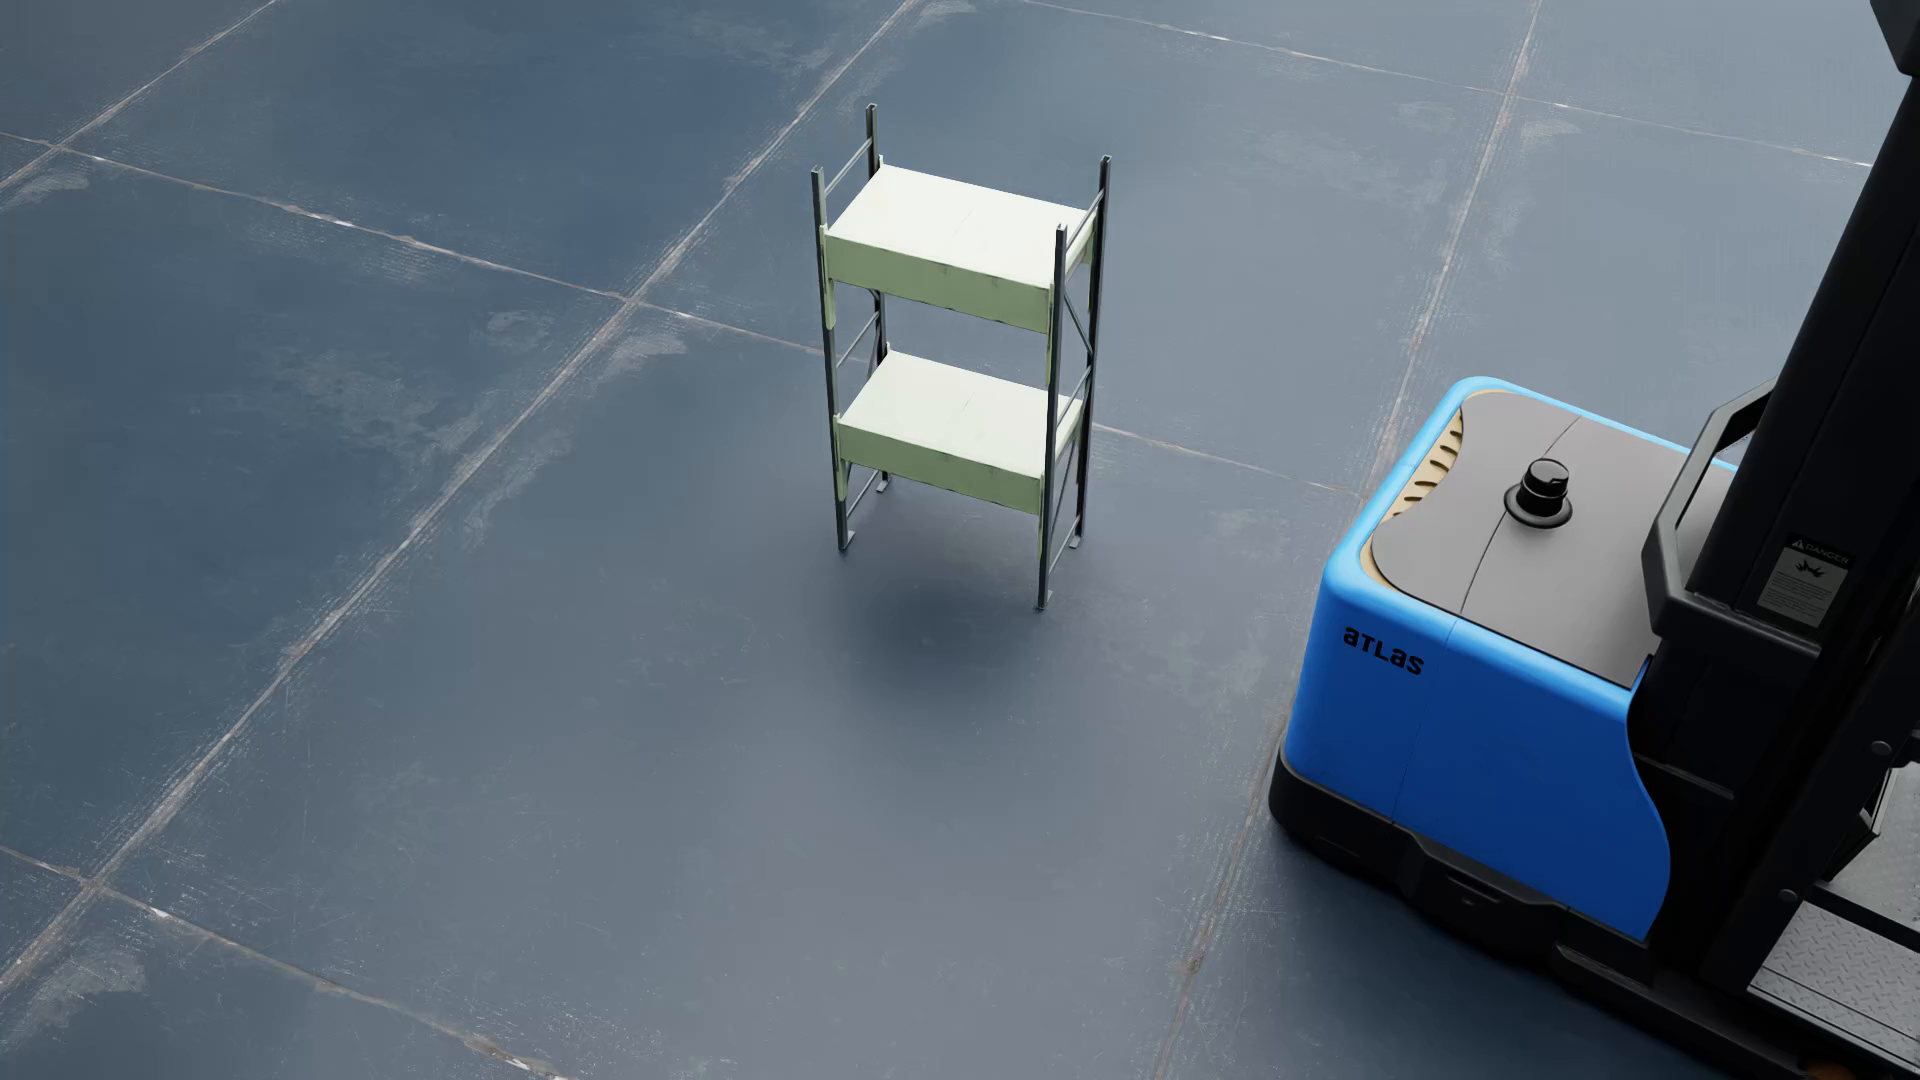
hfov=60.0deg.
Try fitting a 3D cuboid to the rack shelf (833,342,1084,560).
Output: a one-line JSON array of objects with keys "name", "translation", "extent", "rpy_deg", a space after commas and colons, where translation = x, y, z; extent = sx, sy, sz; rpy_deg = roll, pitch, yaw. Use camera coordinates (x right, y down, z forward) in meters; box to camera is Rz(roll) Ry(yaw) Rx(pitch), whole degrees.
[{"name": "rack shelf", "translation": [0.006, -0.299, 5.449], "extent": [0.720, 0.370, 0.431], "rpy_deg": [16, 47, 16]}]

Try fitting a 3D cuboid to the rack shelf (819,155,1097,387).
[{"name": "rack shelf", "translation": [0.006, -0.807, 4.944], "extent": [0.720, 0.370, 0.431], "rpy_deg": [16, 47, 16]}]

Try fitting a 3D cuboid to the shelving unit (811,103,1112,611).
[{"name": "shelving unit", "translation": [0.006, -0.530, 5.219], "extent": [0.755, 1.500, 0.431], "rpy_deg": [16, 47, 16]}]

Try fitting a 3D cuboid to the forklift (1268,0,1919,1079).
[{"name": "forklift", "translation": [2.413, 0.092, 3.580], "extent": [3.031, 2.935, 1.130], "rpy_deg": [25, 50, 23]}]

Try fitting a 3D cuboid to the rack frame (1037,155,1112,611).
[{"name": "rack frame", "translation": [0.344, -0.430, 5.119], "extent": [0.023, 1.500, 0.400], "rpy_deg": [16, 47, 16]}]

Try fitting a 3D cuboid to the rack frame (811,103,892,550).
[{"name": "rack frame", "translation": [-0.332, -0.629, 5.319], "extent": [0.023, 1.500, 0.400], "rpy_deg": [16, 47, 16]}]
